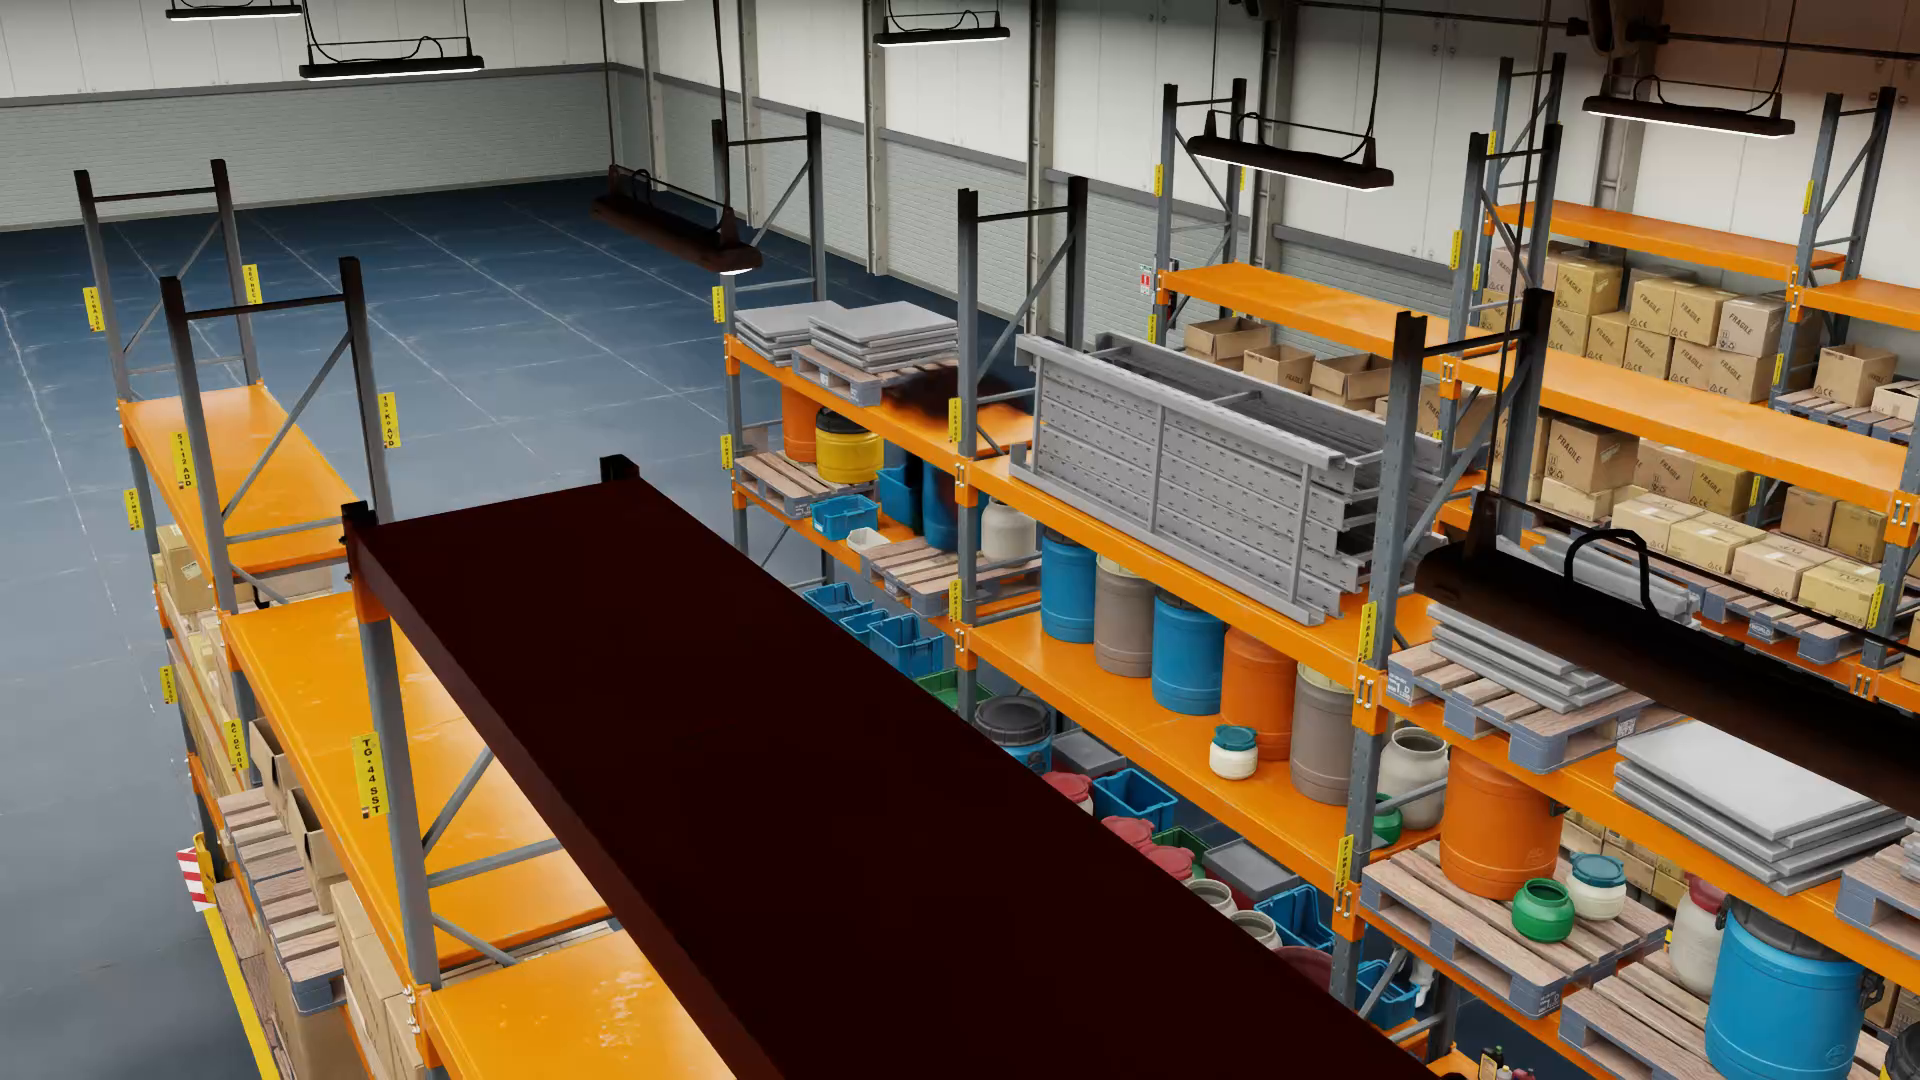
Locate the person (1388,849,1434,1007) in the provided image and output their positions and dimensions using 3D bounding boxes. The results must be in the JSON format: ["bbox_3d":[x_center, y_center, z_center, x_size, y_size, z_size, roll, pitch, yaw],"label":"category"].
[{"bbox_3d":[3.475,2.570,12.573,0.558,1.789,0.614,-14,26,-31],"label":"person"}]

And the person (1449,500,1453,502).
[{"bbox_3d":[5.547,-0.322,19.816,0.568,1.789,0.661,-1,22,-2],"label":"person"}]
